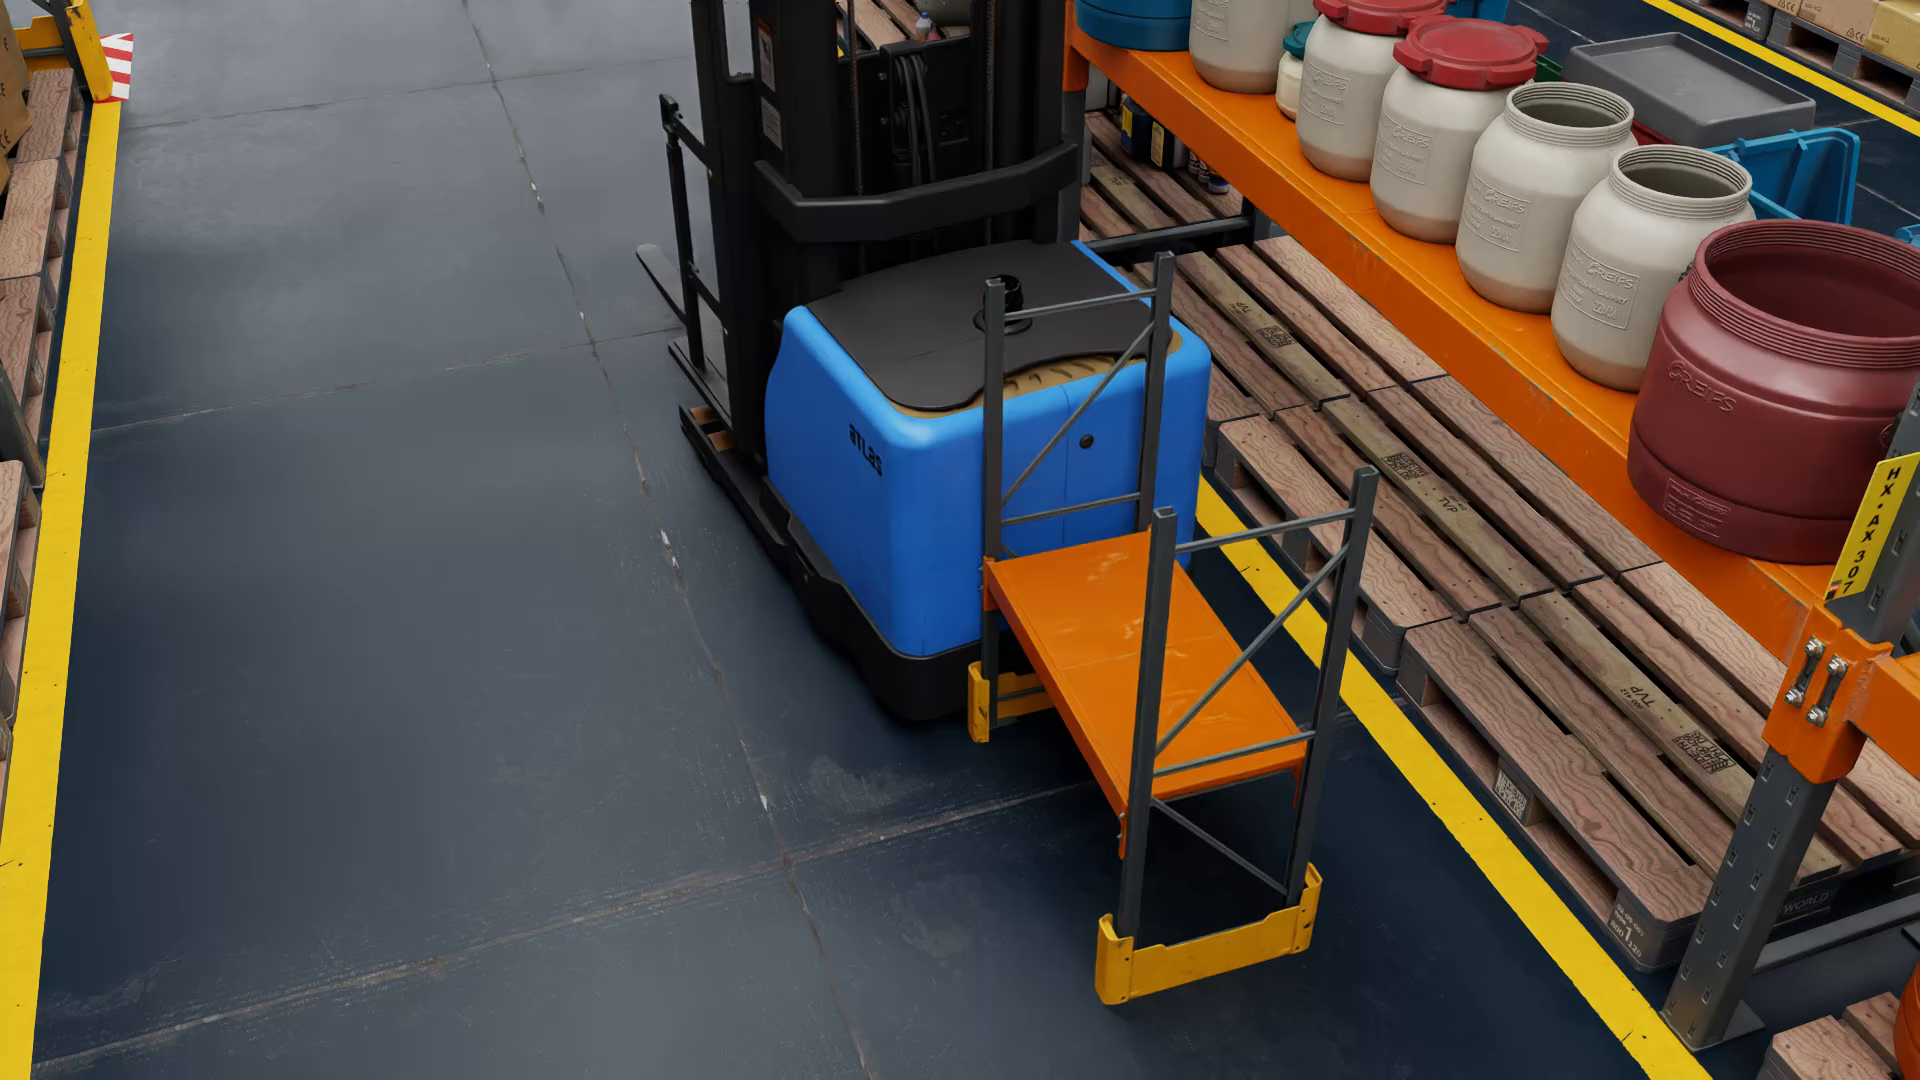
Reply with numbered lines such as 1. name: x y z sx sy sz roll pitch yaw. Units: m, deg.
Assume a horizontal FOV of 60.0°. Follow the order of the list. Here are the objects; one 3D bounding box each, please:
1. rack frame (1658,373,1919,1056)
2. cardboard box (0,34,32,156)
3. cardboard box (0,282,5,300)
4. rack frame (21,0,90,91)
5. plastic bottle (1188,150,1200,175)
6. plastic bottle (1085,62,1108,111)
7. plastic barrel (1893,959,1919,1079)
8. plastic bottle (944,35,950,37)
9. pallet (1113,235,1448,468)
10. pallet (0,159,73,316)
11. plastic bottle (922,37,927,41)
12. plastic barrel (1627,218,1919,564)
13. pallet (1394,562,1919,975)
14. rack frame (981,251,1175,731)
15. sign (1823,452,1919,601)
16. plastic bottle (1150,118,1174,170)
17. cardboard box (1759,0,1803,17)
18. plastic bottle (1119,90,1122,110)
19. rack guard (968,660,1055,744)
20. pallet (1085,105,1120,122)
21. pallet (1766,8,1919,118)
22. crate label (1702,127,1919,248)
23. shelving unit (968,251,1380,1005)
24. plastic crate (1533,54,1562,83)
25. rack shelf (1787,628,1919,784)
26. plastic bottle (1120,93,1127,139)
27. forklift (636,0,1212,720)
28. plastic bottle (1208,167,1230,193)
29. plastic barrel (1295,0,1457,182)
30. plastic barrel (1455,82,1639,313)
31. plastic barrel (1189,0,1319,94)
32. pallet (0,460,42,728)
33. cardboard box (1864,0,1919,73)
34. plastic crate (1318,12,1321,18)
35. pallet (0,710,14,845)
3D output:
1. rack frame: 2.239 -0.074 3.355 1.000 3.000 0.127 -12 39 -16
2. cardboard box: -4.727 -2.050 7.707 0.500 0.500 0.500 -3 37 -4
3. cardboard box: -4.092 -1.034 6.358 0.500 0.500 0.500 -1 37 -1
4. rack frame: -5.164 -3.568 7.994 1.000 3.000 0.127 -12 39 -16
5. plastic bottle: 1.095 -1.777 7.577 0.097 0.201 0.097 0 37 0
6. plastic bottle: 0.633 -2.265 8.162 0.152 0.276 0.135 -12 39 -16
7. plastic barrel: 2.424 0.898 3.520 0.600 0.830 0.708 -12 39 -16
8. plastic bottle: -0.064 -2.397 8.341 0.097 0.271 0.097 0 37 0
9. pallet: 1.170 -0.784 6.616 1.003 0.211 1.213 -12 39 -16
10. pallet: -4.475 -1.257 7.243 1.003 0.211 1.213 -12 39 -16
11. plastic bottle: -0.147 -2.504 8.541 0.097 0.201 0.097 0 37 0
12. plastic barrel: 1.795 -0.328 3.579 0.600 0.536 0.708 -12 39 -16
13. pallet: 2.009 0.594 4.786 1.003 0.211 1.213 -12 39 -16
14. rack frame: 0.303 -0.081 4.611 0.500 1.500 0.032 -11 38 -15
15. sign: 1.725 -0.021 3.150 0.100 0.325 0.005 -12 39 -16
16. plastic bottle: 0.928 -1.850 7.605 0.061 0.283 0.133 -12 39 -16
17. cardboard box: 4.802 -3.207 9.451 0.500 0.250 0.500 -12 39 -16
18. plastic bottle: 0.834 -2.205 8.144 0.097 0.201 0.097 0 37 0
19. rack guard: 0.310 0.429 4.972 0.587 0.250 0.087 -11 38 -15
20. pallet: 0.247 -2.298 8.626 1.003 0.211 1.213 -12 39 -16
21. pallet: 5.281 -2.701 9.161 1.003 0.211 1.213 -12 39 -16
22. crate label: 2.152 -0.705 4.164 0.502 0.435 0.616 -12 39 -16
23. shelving unit: 0.469 0.214 4.219 0.587 1.500 1.083 -11 38 -15
24. plastic crate: 1.727 -1.324 5.190 0.450 0.188 0.662 -12 39 -16
25. rack shelf: 2.928 1.343 2.072 1.077 0.370 4.000 -12 39 -16
26. plastic bottle: 0.812 -2.018 7.839 0.097 0.271 0.097 0 37 0
27. forklift: -0.384 -1.512 5.321 1.130 2.935 3.031 -17 40 -21
28. plastic bottle: 1.165 -1.690 7.403 0.097 0.271 0.097 0 37 0
29. plastic barrel: 1.239 -1.388 4.986 0.433 0.535 0.433 0 37 0
30. plastic barrel: 1.540 -0.894 4.350 0.421 0.512 0.421 0 37 0
31. plastic barrel: 0.986 -1.802 5.536 0.433 0.535 0.433 0 37 0
32. pallet: -3.518 0.245 5.249 1.003 0.211 1.213 -12 39 -16
33. cardboard box: 5.150 -2.643 8.702 0.500 0.250 0.500 -12 39 -16
34. plastic crate: 1.317 -2.149 6.057 0.402 0.464 0.583 -12 39 -16
35. pallet: -3.095 0.935 4.333 1.003 0.211 1.213 -12 39 -16
